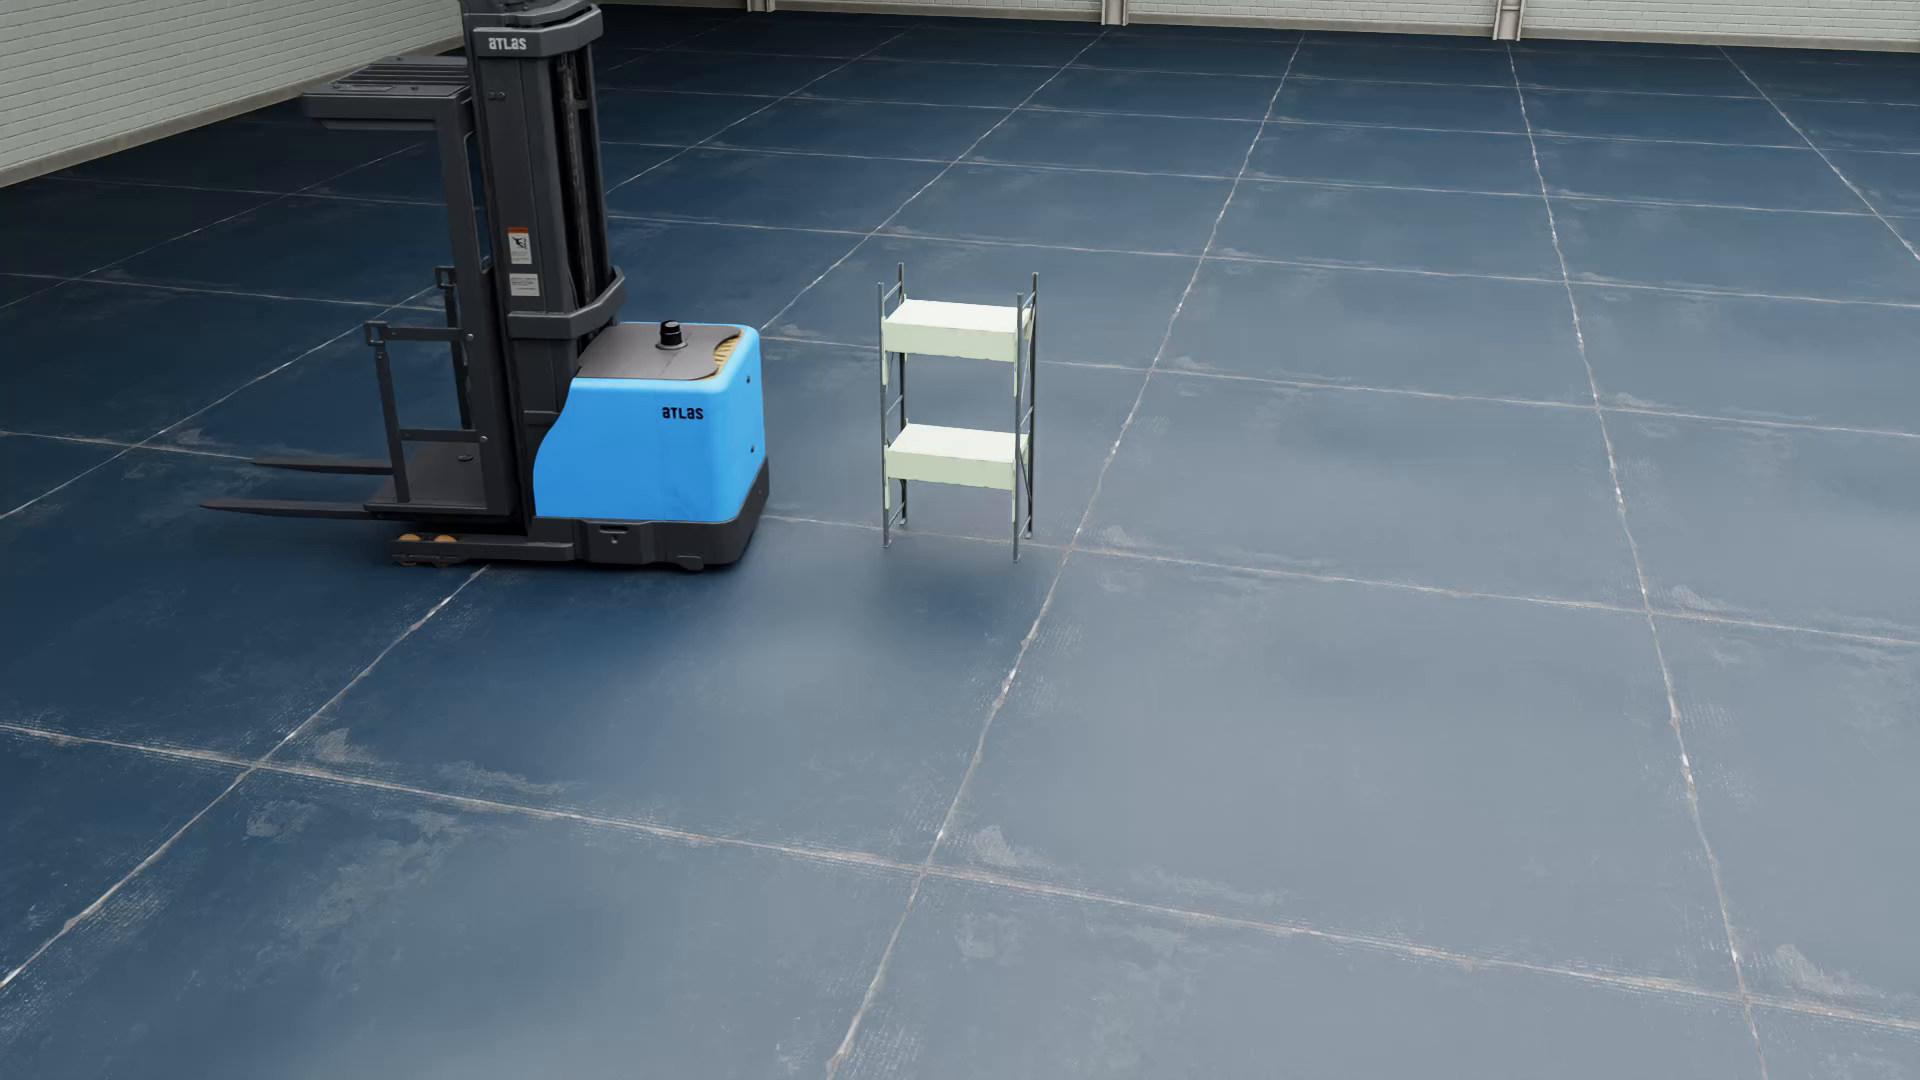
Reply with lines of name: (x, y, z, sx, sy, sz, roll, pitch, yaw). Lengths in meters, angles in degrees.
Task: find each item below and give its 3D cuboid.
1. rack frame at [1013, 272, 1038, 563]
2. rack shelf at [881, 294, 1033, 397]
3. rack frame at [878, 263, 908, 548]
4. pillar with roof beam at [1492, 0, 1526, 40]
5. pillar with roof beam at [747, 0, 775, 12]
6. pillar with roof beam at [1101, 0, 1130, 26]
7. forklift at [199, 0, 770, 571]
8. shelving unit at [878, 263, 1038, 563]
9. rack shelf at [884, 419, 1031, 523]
rack frame: (0.348, -0.639, 8.847, 0.023, 1.500, 0.400, 6, 26, 13)
rack shelf: (-0.006, -1.030, 8.761, 0.720, 0.370, 0.431, 6, 26, 13)
rack frame: (-0.361, -0.717, 9.011, 0.023, 1.500, 0.400, 6, 26, 13)
pillar with roof beam: (7.216, -9.886, 19.547, 0.400, 9.000, 9.100, 6, 26, 13)
pillar with roof beam: (-4.406, -11.171, 22.246, 0.400, 9.000, 9.100, 6, 26, 13)
pillar with roof beam: (1.405, -10.529, 20.896, 0.400, 9.000, 9.100, 6, 26, 13)
forklift: (-2.649, -1.403, 8.786, 3.031, 2.935, 1.130, 2, 26, 4)
shelving unit: (-0.006, -0.678, 8.929, 0.755, 1.500, 0.431, 6, 26, 13)
rack shelf: (-0.006, -0.384, 9.069, 0.720, 0.370, 0.431, 6, 26, 13)
